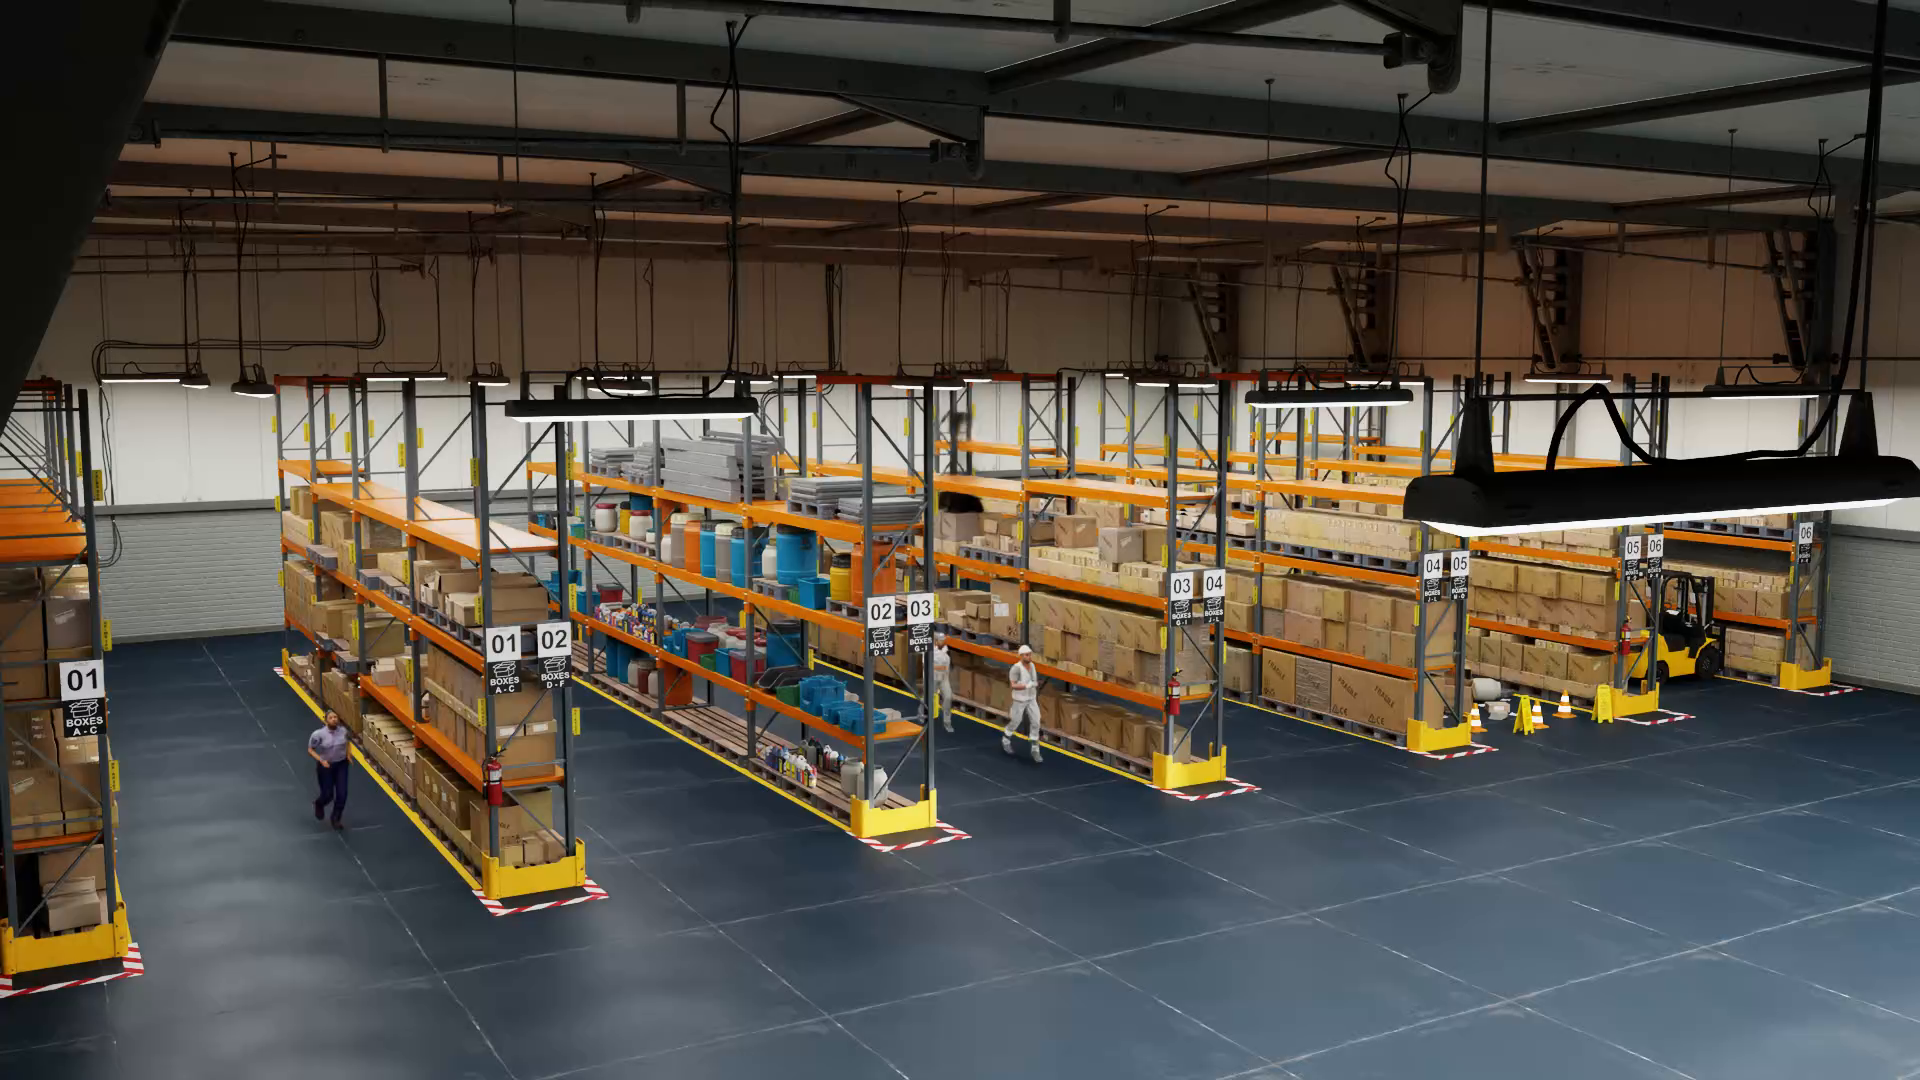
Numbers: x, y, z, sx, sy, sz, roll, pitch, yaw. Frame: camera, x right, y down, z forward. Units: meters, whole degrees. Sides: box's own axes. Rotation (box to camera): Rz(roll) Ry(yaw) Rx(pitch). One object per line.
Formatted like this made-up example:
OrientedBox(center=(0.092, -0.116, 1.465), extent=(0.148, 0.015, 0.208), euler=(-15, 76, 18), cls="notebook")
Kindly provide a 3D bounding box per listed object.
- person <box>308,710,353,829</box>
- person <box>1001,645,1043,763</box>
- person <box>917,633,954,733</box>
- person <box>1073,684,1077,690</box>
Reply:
OrientedBox(center=(-8.491, 3.087, 22.475), extent=(0.595, 1.590, 0.561), euler=(-6, 8, -42), cls="person")
OrientedBox(center=(0.992, 2.551, 26.244), extent=(0.652, 1.825, 0.904), euler=(-5, 8, -36), cls="person")
OrientedBox(center=(-0.416, 2.410, 28.427), extent=(0.627, 1.702, 0.936), euler=(-5, 8, -39), cls="person")
OrientedBox(center=(2.219, 2.042, 31.678), extent=(0.562, 1.662, 0.562), euler=(-4, 7, -30), cls="person")
